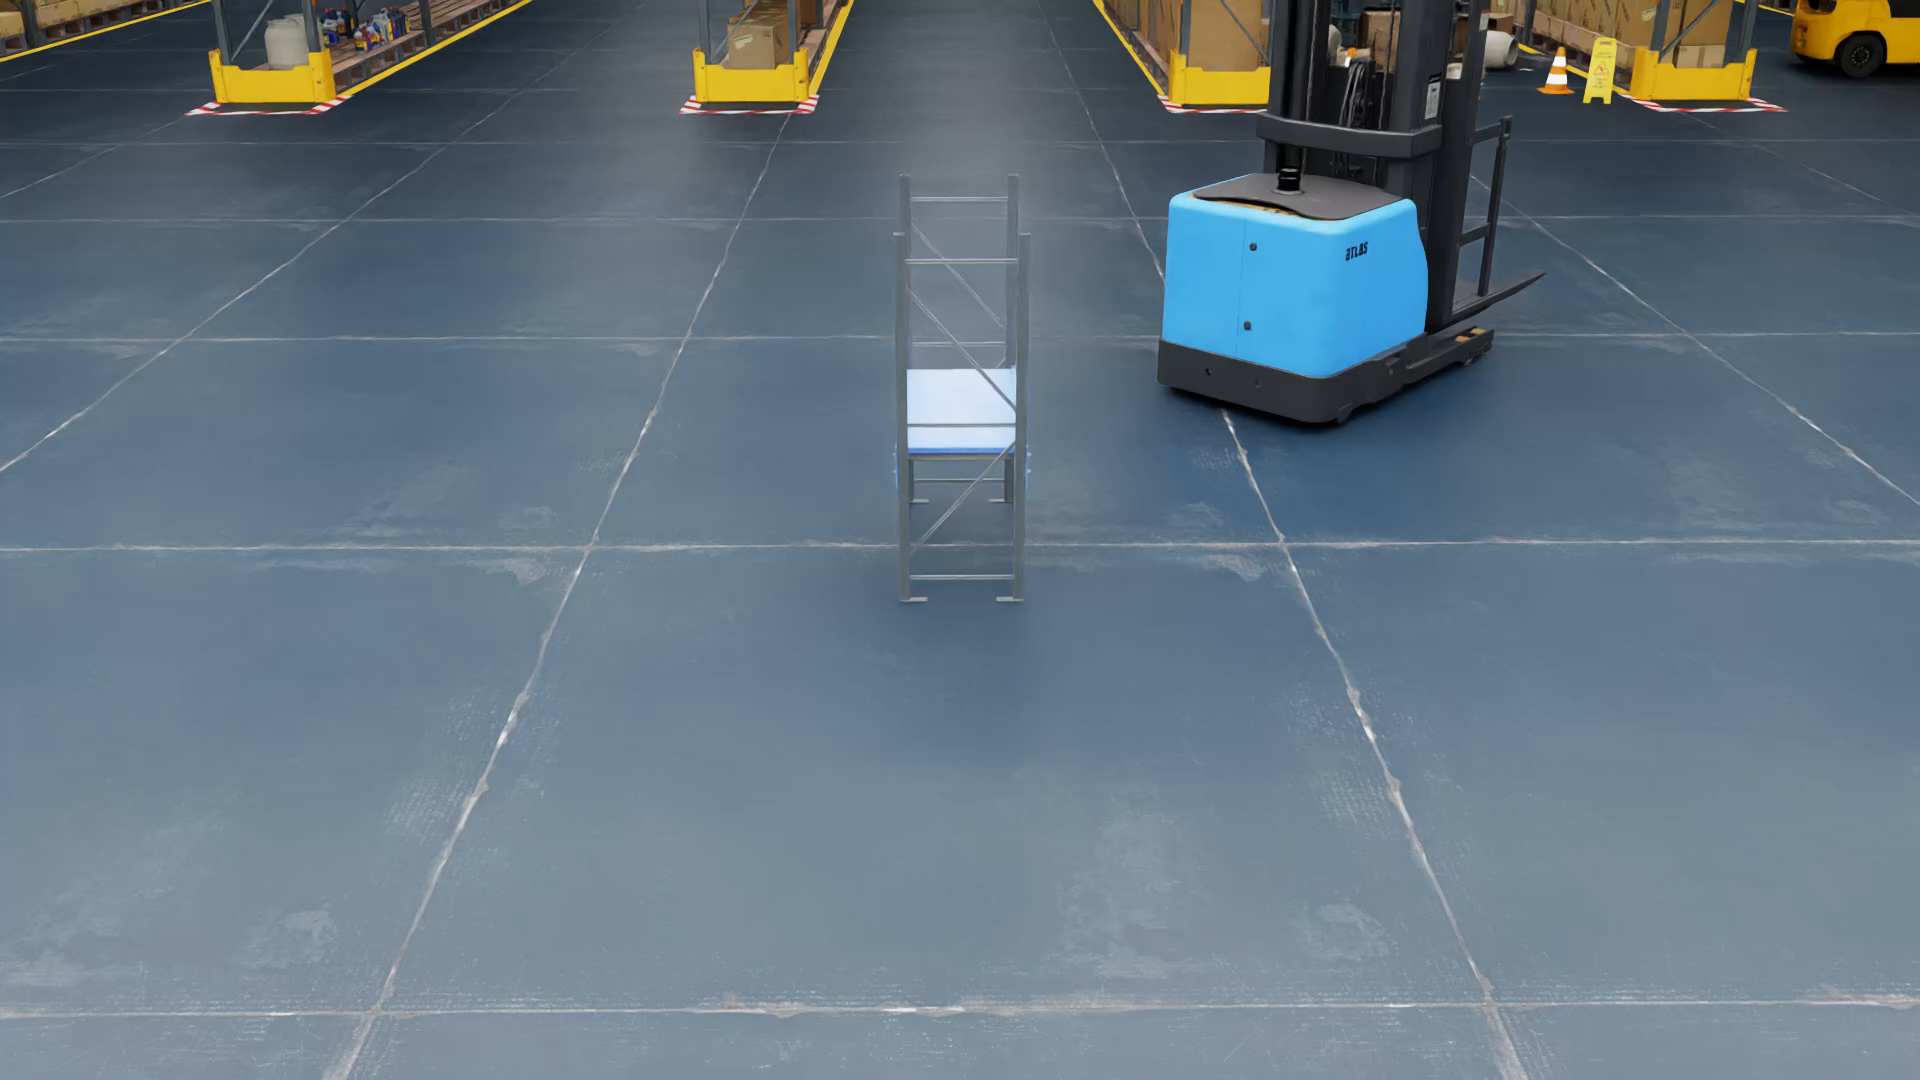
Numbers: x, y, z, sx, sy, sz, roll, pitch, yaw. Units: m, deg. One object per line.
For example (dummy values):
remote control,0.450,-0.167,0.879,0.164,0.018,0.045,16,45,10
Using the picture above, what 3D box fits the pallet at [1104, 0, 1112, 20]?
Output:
pallet,2.624,-7.673,23.959,1.003,0.211,1.213,0,24,-1

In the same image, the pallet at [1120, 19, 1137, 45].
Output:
pallet,2.650,-6.668,21.736,1.003,0.211,1.213,0,24,-1

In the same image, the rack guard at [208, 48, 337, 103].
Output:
rack guard,-7.183,-4.861,17.392,1.175,0.500,0.348,0,24,-1

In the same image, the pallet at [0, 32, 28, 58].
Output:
pallet,-12.166,-5.998,20.257,1.003,0.211,1.213,0,24,-1

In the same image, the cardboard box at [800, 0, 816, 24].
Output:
cardboard box,-2.212,-6.954,21.486,0.700,0.500,0.500,-2,24,-5

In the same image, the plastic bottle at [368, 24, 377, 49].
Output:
plastic bottle,-6.849,-5.858,19.338,0.097,0.271,0.097,0,24,0

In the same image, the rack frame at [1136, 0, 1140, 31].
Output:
rack frame,2.734,-7.620,20.459,1.000,3.000,0.127,0,24,-1

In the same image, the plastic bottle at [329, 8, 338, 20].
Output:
plastic bottle,-7.585,-6.277,20.168,0.144,0.351,0.185,0,24,1

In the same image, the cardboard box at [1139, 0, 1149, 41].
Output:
cardboard box,2.671,-6.584,20.237,0.875,0.875,0.875,0,24,0

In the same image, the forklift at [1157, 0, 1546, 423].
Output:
forklift,2.423,-2.450,9.110,1.130,2.935,3.031,20,31,37

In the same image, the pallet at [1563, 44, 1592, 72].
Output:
pallet,7.742,-5.633,19.449,1.003,0.211,1.213,0,24,-1

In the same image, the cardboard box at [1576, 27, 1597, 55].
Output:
cardboard box,7.440,-5.736,19.119,0.500,0.250,0.500,-1,24,-2

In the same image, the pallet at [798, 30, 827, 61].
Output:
pallet,-2.184,-6.093,20.465,1.003,0.211,1.213,0,24,-1

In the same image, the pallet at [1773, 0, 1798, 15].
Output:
pallet,12.573,-7.747,24.122,1.003,0.211,1.213,0,24,-1

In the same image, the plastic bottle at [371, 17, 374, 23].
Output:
plastic bottle,-6.981,-6.093,19.844,0.061,0.283,0.133,0,24,-1

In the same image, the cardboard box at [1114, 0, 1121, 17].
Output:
cardboard box,2.631,-7.440,22.280,1.050,0.750,0.750,0,24,-1

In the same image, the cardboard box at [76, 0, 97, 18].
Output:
cardboard box,-11.902,-7.127,22.195,0.500,0.250,0.500,-1,24,-2

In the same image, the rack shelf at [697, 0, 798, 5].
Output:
rack shelf,-2.205,-6.488,18.828,1.077,0.370,4.000,0,24,-1

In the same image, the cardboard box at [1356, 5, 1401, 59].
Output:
cardboard box,5.157,-6.058,19.870,0.797,0.637,0.503,0,24,-1

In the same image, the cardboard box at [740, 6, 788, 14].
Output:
cardboard box,-2.202,-5.806,18.970,0.500,0.500,0.500,2,24,4

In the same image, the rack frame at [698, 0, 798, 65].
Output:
rack frame,-2.183,-5.992,16.858,1.000,3.000,0.127,0,24,-1

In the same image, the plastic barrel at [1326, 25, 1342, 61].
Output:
plastic barrel,4.281,-5.986,19.972,0.512,0.421,0.421,19,30,35

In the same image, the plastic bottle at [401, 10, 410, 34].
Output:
plastic bottle,-6.844,-6.384,20.487,0.061,0.283,0.133,1,24,2

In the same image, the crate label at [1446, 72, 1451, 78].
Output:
crate label,5.255,-5.082,18.320,0.250,0.136,0.298,-14,28,-28

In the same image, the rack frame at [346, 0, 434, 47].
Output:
rack frame,-7.179,-7.618,20.453,1.000,3.000,0.127,0,24,-1

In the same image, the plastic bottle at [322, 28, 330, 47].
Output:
plastic bottle,-7.456,-5.897,19.511,0.097,0.201,0.097,0,24,0

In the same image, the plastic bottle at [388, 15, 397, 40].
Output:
plastic bottle,-6.838,-6.170,20.015,0.061,0.283,0.133,1,24,3

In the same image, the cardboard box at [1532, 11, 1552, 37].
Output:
cardboard box,7.419,-6.379,20.540,0.500,0.250,0.500,-1,24,-3

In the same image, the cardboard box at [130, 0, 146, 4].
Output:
cardboard box,-11.917,-7.756,23.585,0.500,0.250,0.500,-1,24,-1

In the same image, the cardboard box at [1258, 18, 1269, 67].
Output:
cardboard box,3.777,-5.848,19.570,0.500,0.500,0.500,4,25,9

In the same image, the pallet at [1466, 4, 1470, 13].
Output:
pallet,7.657,-7.239,22.999,1.003,0.211,1.213,0,24,-1

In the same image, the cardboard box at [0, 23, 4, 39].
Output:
cardboard box,-11.913,-6.139,20.011,0.500,0.250,0.500,0,24,-1

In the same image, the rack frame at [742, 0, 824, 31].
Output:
rack frame,-2.227,-7.640,20.502,1.000,3.000,0.127,0,24,-1

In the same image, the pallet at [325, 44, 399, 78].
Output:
pallet,-7.197,-5.566,19.301,1.003,0.211,1.213,0,24,-1

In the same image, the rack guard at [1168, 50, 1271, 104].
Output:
rack guard,2.778,-4.823,17.308,1.175,0.500,0.348,0,24,-1

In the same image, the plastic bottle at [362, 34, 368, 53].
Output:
plastic bottle,-6.845,-5.686,19.044,0.097,0.201,0.097,0,24,0

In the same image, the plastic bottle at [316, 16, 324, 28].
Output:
plastic bottle,-7.579,-6.024,19.609,0.144,0.351,0.185,0,24,-1

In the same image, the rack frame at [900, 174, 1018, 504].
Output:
rack frame,-0.005,-0.858,7.326,0.500,1.500,0.032,0,24,-1

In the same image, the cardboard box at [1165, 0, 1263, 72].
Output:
cardboard box,2.704,-5.475,17.783,0.875,0.875,0.875,0,24,0

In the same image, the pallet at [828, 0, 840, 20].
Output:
pallet,-2.263,-7.696,24.009,1.003,0.211,1.213,0,24,-1

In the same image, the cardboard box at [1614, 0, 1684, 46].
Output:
cardboard box,7.457,-5.645,18.009,0.500,0.500,0.500,0,24,0

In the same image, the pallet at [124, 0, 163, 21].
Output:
pallet,-12.206,-7.635,23.875,1.003,0.211,1.213,0,24,-1

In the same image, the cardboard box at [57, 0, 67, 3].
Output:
cardboard box,-11.888,-7.169,21.607,0.500,0.311,0.500,-1,24,-1

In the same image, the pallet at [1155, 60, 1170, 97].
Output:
pallet,2.691,-5.031,18.117,1.003,0.211,1.213,0,24,-1

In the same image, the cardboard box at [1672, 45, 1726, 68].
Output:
cardboard box,7.994,-5.308,18.174,0.500,0.250,0.500,0,24,-1

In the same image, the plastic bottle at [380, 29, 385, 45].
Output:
plastic bottle,-6.852,-5.951,19.630,0.097,0.201,0.097,0,24,0

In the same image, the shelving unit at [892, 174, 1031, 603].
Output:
shelving unit,0.001,-0.648,6.863,0.538,1.500,1.048,0,24,-1

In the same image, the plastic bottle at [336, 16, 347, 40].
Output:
plastic bottle,-7.463,-6.181,20.054,0.097,0.271,0.097,0,24,0

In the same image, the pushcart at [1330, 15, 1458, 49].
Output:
pushcart,5.404,-6.459,21.073,1.648,0.377,0.936,-9,26,-19

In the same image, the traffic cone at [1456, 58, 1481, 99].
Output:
traffic cone,5.326,-4.907,17.537,0.336,0.463,0.334,0,24,-1

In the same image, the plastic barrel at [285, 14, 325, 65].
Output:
plastic barrel,-7.225,-5.504,18.290,0.421,0.512,0.421,0,24,0

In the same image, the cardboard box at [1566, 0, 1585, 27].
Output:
cardboard box,7.441,-6.286,19.426,0.500,0.500,0.500,1,24,2

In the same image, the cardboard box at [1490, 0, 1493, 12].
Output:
cardboard box,7.654,-7.477,22.822,0.950,0.372,0.625,1,24,1
